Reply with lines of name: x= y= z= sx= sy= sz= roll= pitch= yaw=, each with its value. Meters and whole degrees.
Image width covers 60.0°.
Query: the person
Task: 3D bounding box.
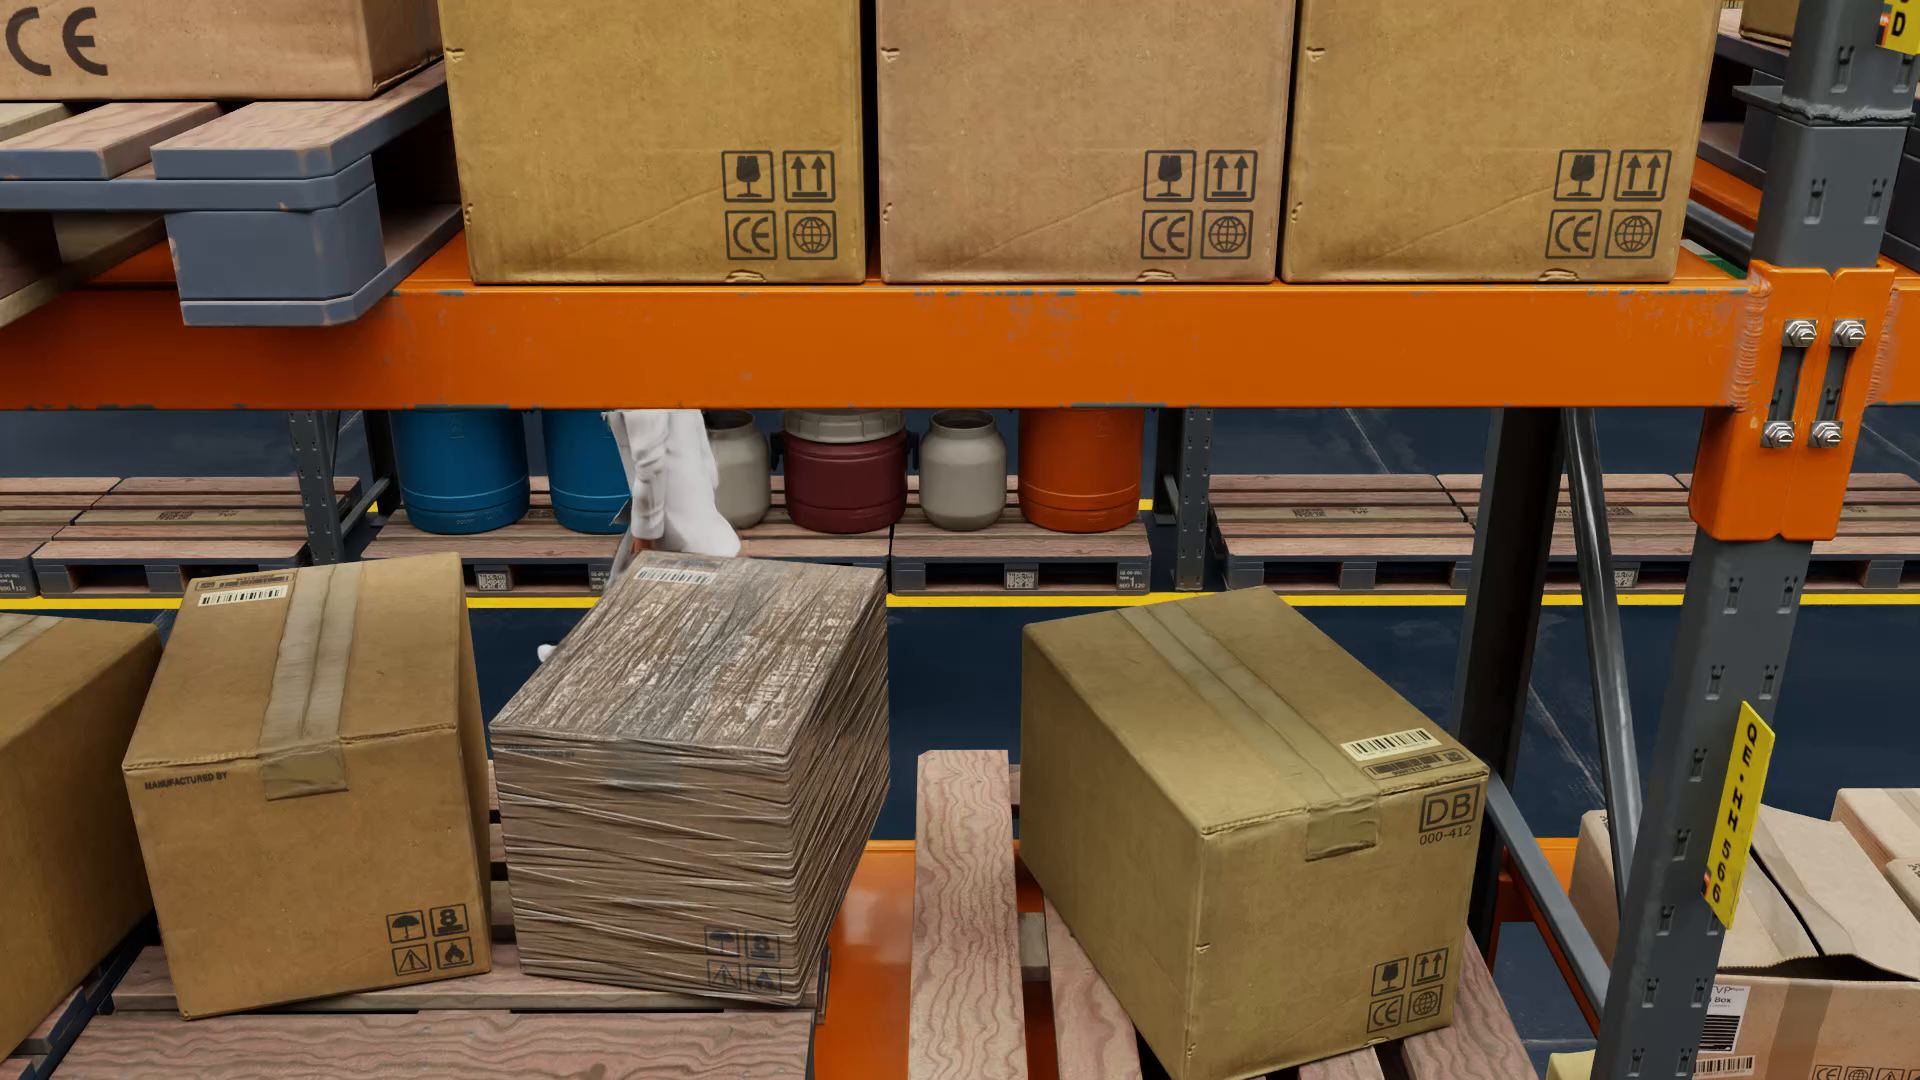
person: x=-1.134 y=-0.122 z=6.460 sx=1.216 sy=1.718 sz=0.586 roll=-1 pitch=24 yaw=-2
